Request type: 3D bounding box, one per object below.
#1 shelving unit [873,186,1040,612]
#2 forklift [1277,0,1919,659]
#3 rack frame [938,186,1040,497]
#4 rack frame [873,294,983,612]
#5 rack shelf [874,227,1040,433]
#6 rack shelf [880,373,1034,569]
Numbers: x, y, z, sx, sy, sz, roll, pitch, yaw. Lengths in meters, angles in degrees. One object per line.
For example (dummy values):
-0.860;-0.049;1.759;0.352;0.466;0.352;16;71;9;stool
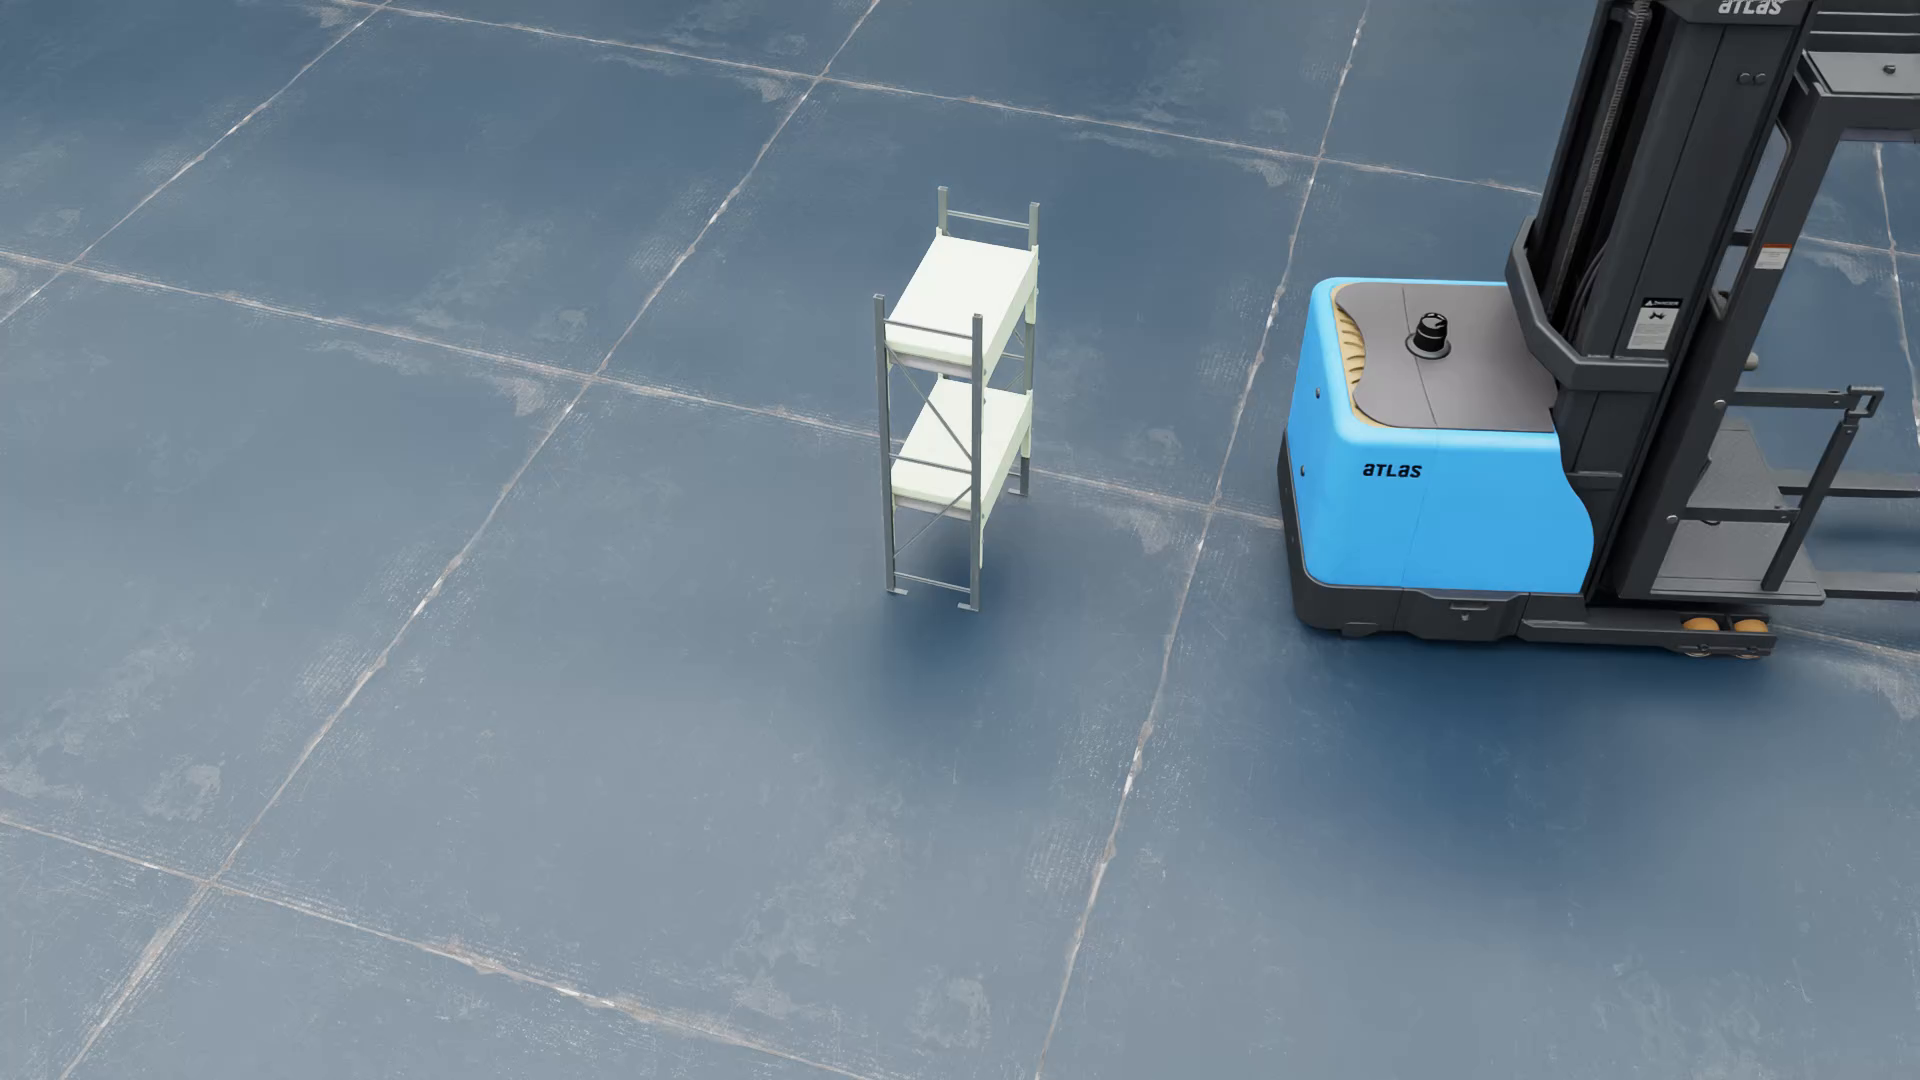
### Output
-0.002;-0.532;6.620;0.431;1.500;0.755;13;46;12;shelving unit
2.894;-0.957;6.031;3.031;2.935;1.130;2;44;2;forklift
0.109;-0.776;6.869;0.400;1.500;0.023;13;46;12;rack frame
-0.113;-0.288;6.371;0.400;1.500;0.023;13;46;12;rack frame
-0.002;-0.811;6.347;0.431;0.370;0.720;13;46;12;rack shelf
-0.002;-0.299;6.848;0.431;0.370;0.720;13;46;12;rack shelf
